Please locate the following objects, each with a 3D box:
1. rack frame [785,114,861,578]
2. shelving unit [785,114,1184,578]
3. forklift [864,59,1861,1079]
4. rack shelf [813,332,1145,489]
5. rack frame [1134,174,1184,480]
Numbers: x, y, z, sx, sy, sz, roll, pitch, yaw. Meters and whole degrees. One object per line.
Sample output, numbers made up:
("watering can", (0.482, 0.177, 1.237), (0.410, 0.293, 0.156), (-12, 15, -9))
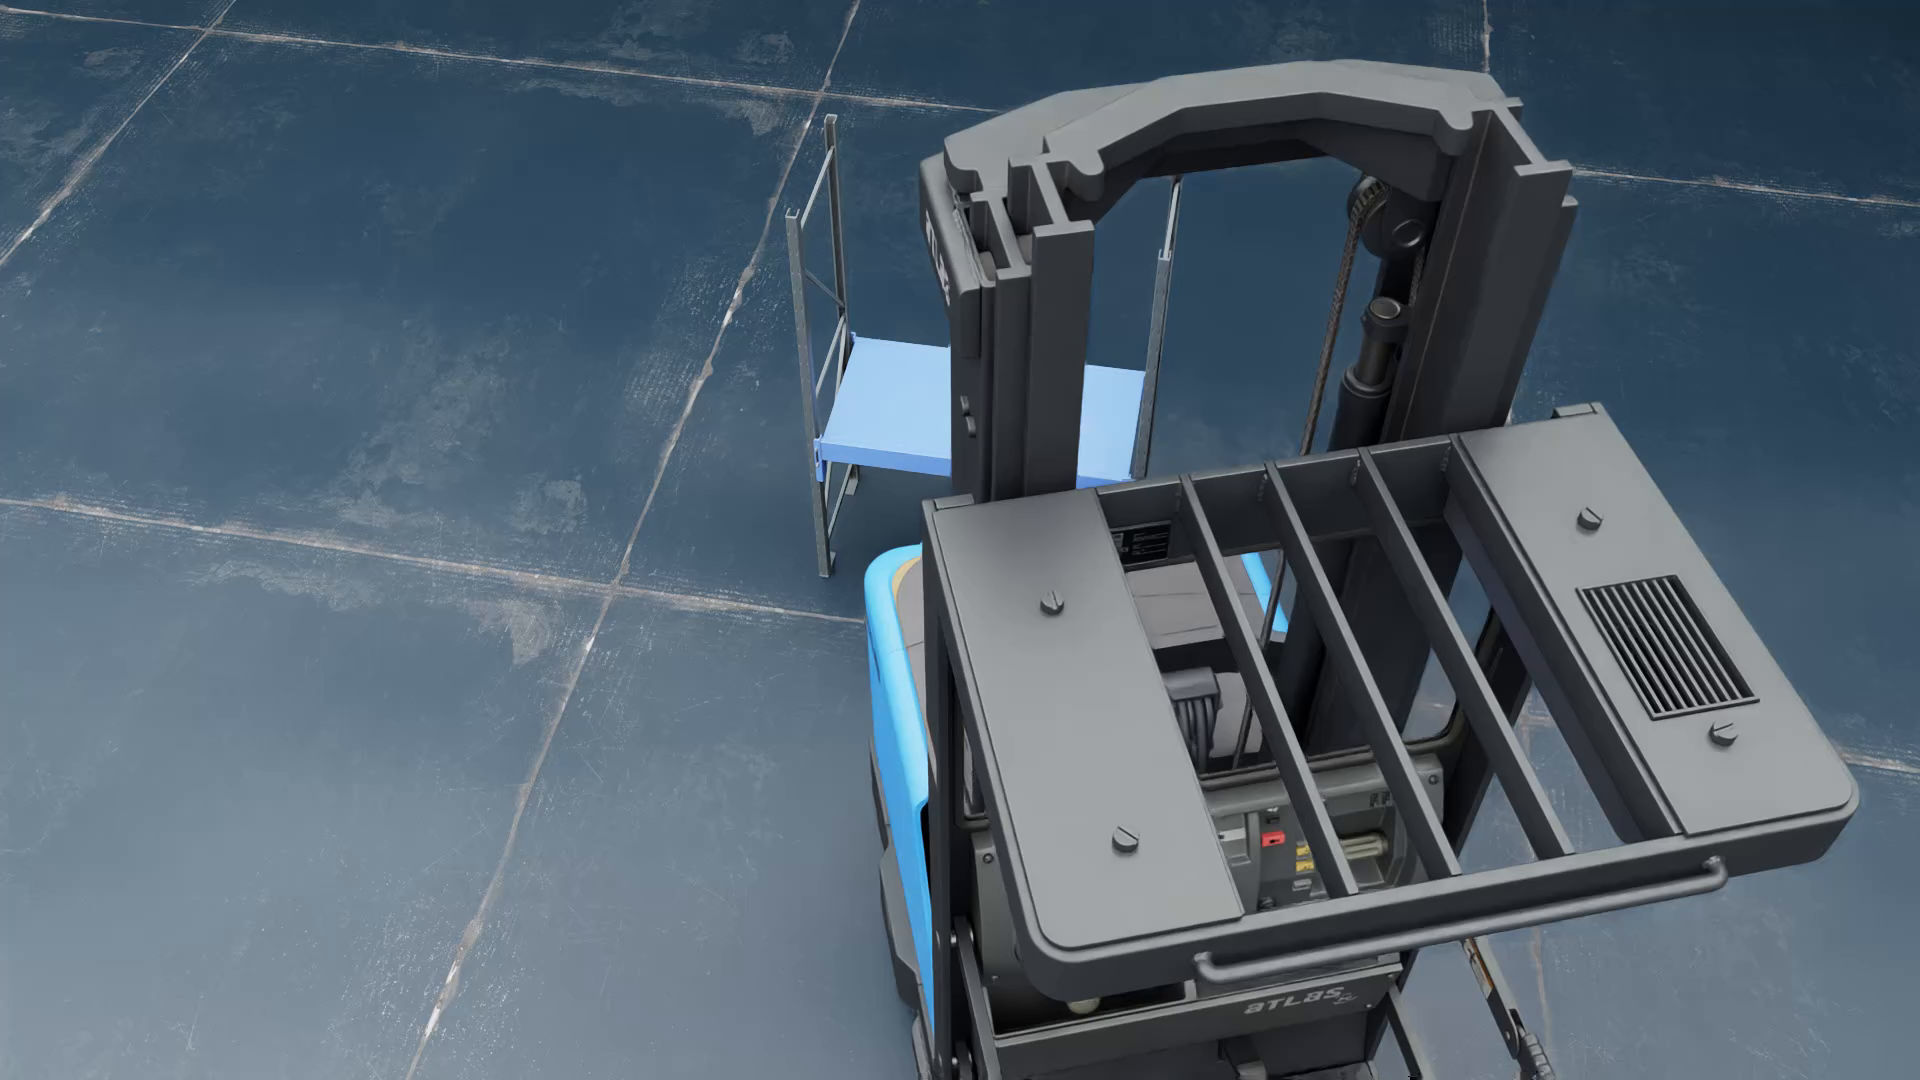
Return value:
("rack frame", (-0.416, -0.557, 5.242), (0.032, 1.500, 0.500), (8, 49, 7))
("shelving unit", (0.084, -0.490, 5.182), (1.048, 1.500, 0.538), (8, 49, 7))
("forklift", (0.533, 0.772, 3.086), (1.130, 2.935, 3.031), (-9, 49, -8))
("rack shelf", (0.084, -0.370, 5.316), (1.000, 0.185, 0.538), (8, 49, 7))
("rack frame", (0.584, -0.423, 5.122), (0.032, 1.500, 0.500), (8, 49, 7))
